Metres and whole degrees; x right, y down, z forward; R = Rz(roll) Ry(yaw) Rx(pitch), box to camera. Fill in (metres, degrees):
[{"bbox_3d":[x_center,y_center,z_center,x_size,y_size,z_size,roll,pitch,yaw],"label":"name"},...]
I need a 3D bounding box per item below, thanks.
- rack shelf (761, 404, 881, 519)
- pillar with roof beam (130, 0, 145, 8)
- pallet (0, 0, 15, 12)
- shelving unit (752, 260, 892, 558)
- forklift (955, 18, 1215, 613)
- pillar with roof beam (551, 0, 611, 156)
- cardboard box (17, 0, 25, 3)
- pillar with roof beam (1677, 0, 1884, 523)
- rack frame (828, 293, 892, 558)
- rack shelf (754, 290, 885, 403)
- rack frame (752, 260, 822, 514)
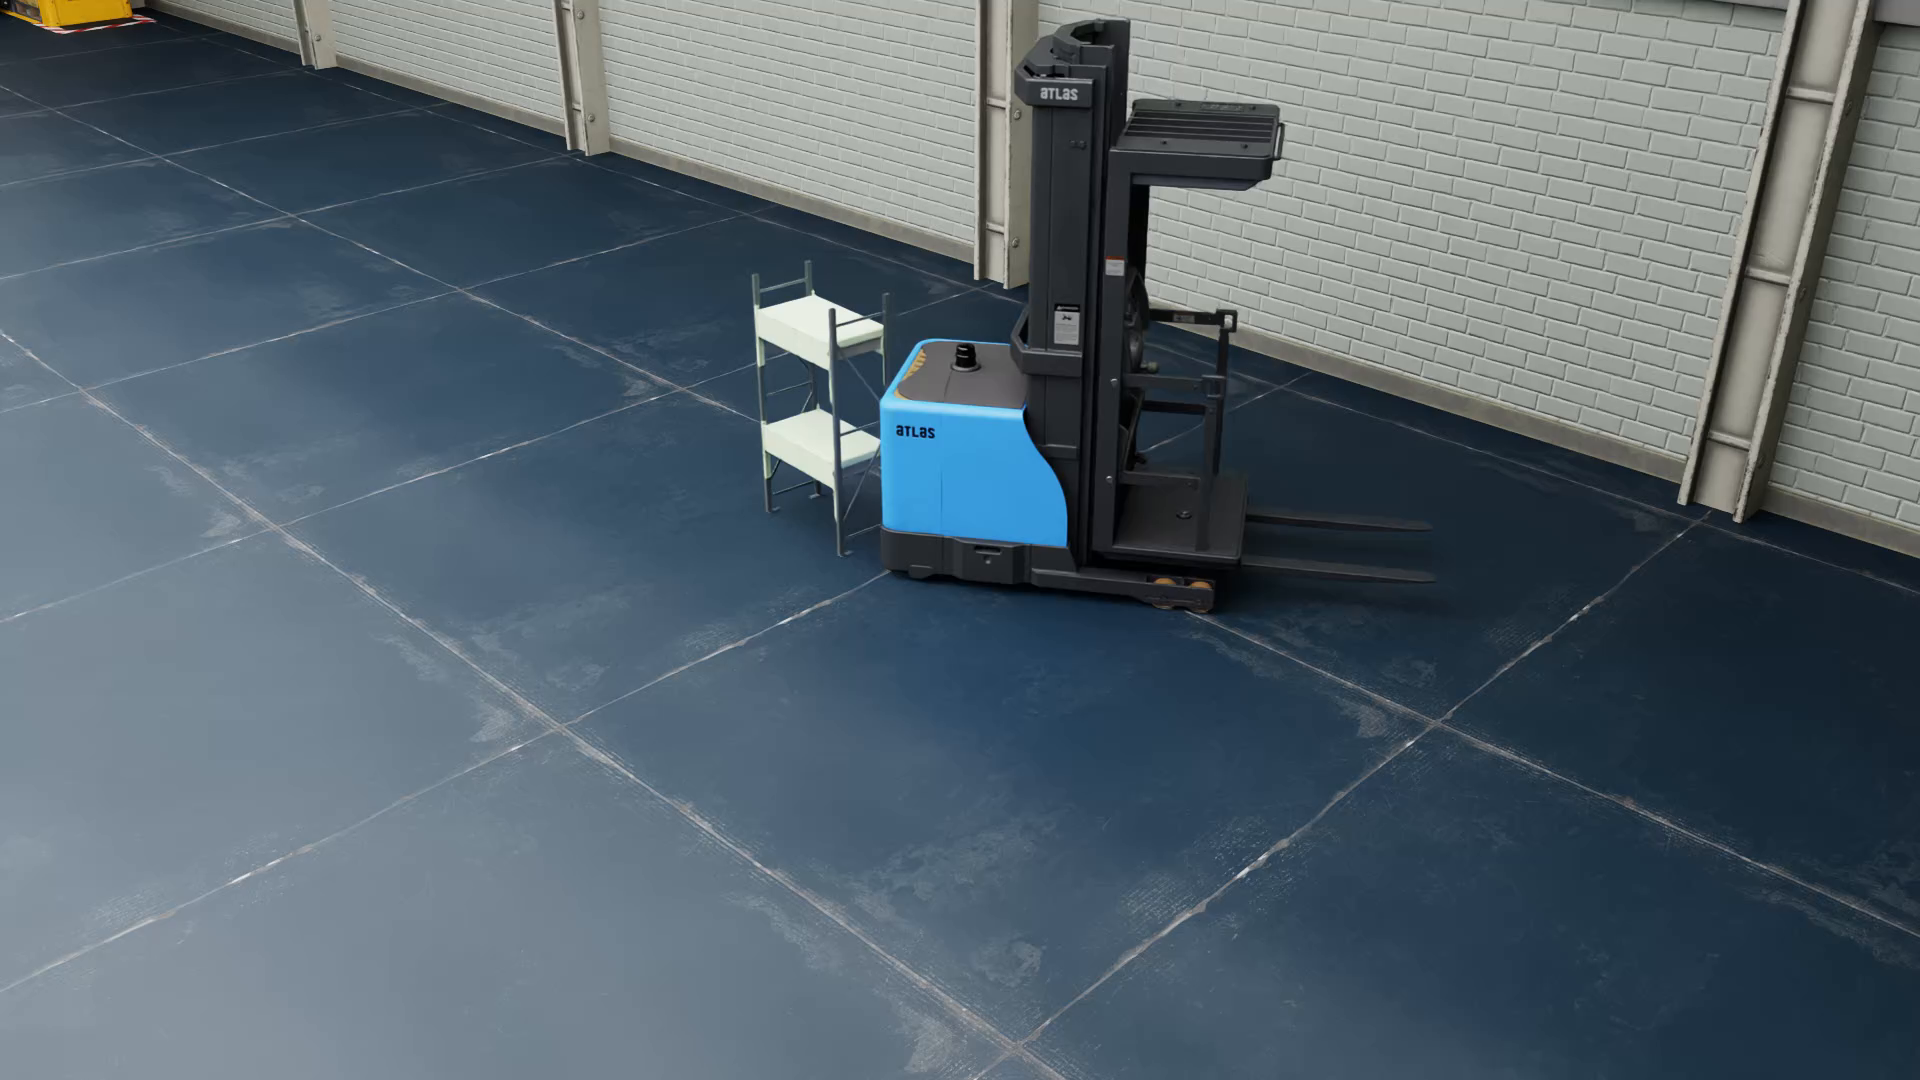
[{"bbox_3d":[-0.779,-0.468,9.729,0.431,0.370,0.720,-21,34,-35],"label":"rack shelf"},{"bbox_3d":[-15.493,-10.600,20.241,0.400,9.000,9.100,25,36,38],"label":"pillar with roof beam"},{"bbox_3d":[-14.051,-8.247,25.207,1.213,0.211,1.003,25,36,38],"label":"pallet"},{"bbox_3d":[-0.779,-0.757,9.578,0.431,1.500,0.755,-21,34,-35],"label":"shelving unit"},{"bbox_3d":[1.124,-1.172,8.829,3.031,2.935,1.121,5,28,10],"label":"forklift"},{"bbox_3d":[-6.936,-6.685,12.794,0.400,9.000,9.100,25,36,38],"label":"pillar with roof beam"},{"bbox_3d":[-15.544,-10.533,25.732,1.068,3.350,6.811,-25,37,-39],"label":"cardboard box"},{"bbox_3d":[1.621,-2.770,5.348,0.400,9.000,9.100,25,36,38],"label":"pillar with roof beam"},{"bbox_3d":[-0.543,-0.626,9.330,0.400,1.500,0.023,-21,34,-35],"label":"rack frame"},{"bbox_3d":[-0.779,-1.102,9.396,0.431,0.370,0.720,-21,34,-35],"label":"rack shelf"},{"bbox_3d":[-1.015,-0.887,9.825,0.400,1.500,0.023,-21,34,-35],"label":"rack frame"}]
